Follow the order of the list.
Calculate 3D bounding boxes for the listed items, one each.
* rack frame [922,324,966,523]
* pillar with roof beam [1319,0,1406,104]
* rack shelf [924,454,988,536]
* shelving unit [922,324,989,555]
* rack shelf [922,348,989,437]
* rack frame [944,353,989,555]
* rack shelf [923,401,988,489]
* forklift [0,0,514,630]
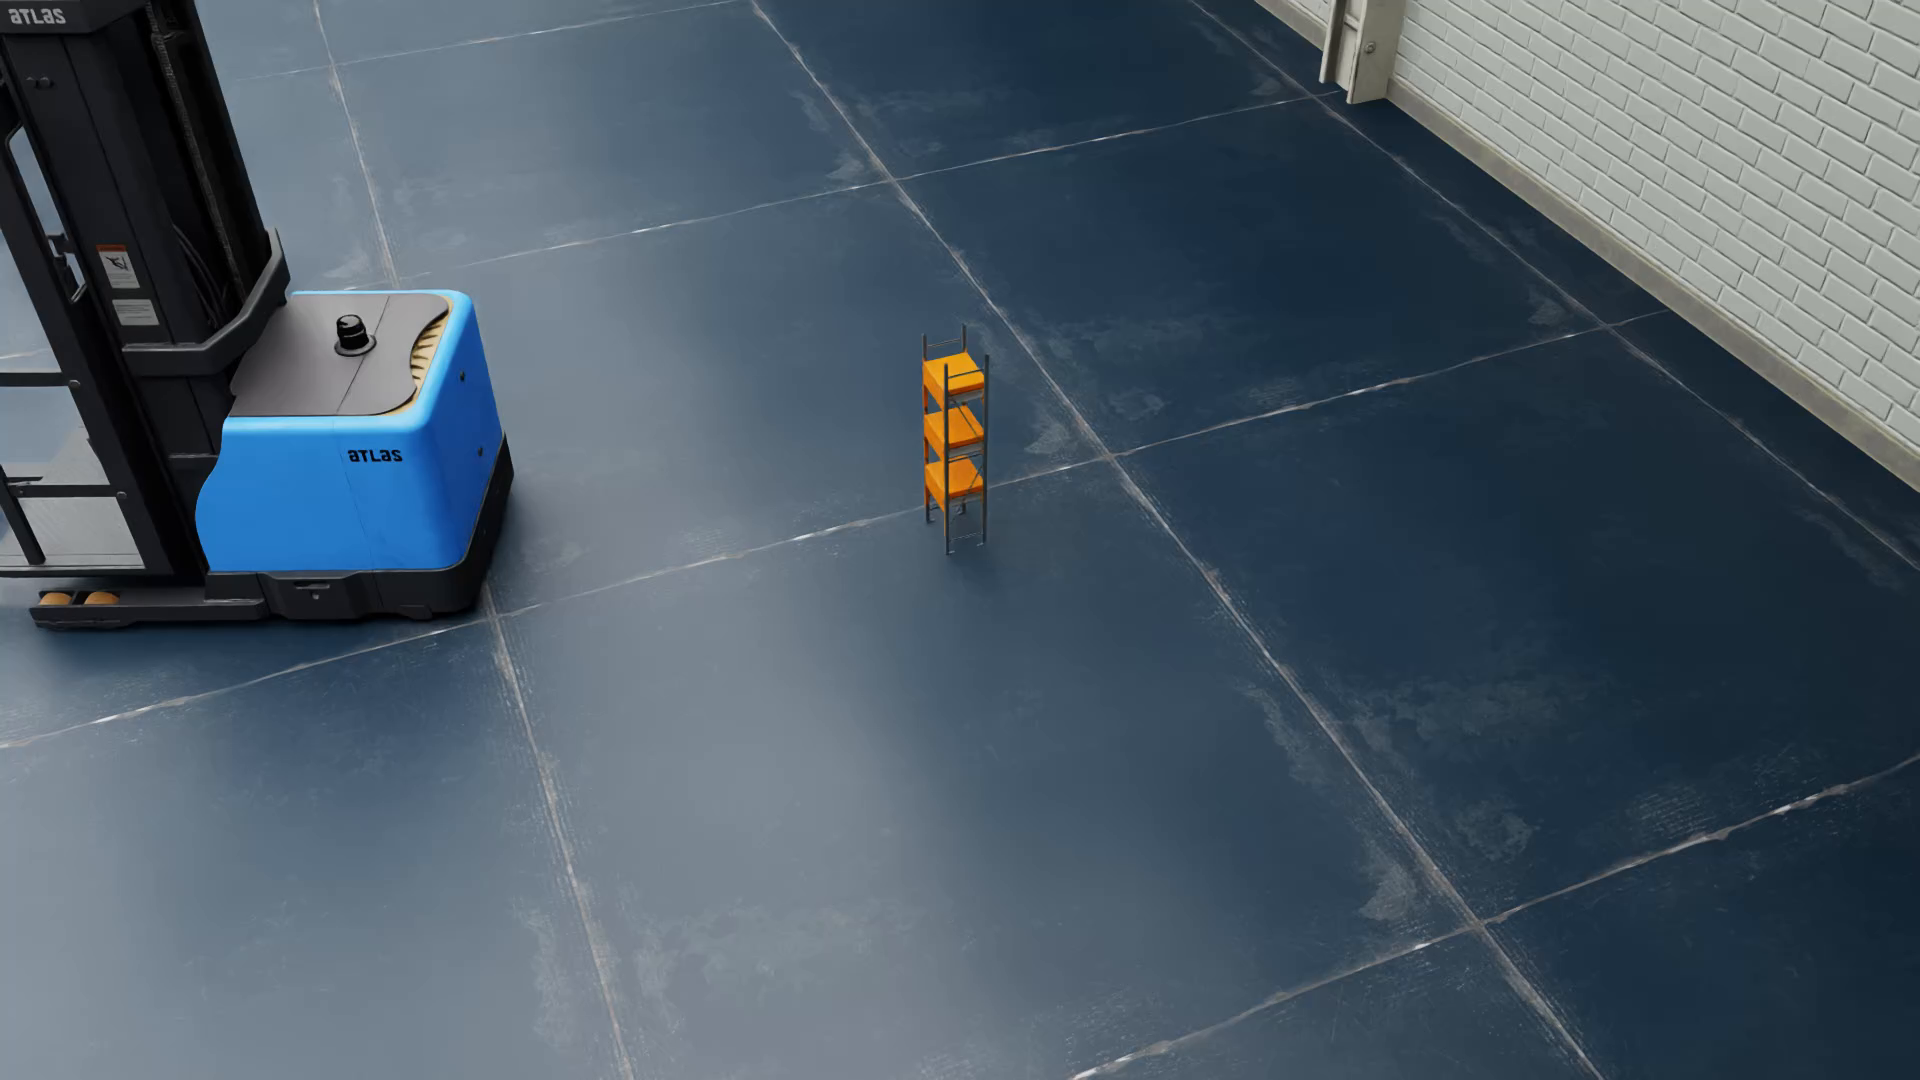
[{"bbox_3d":[-0.067,-0.504,7.449,0.200,1.050,0.008,-15,43,-17],"label":"rack frame"},{"bbox_3d":[-1.323,-5.384,7.028,9.100,9.000,0.400,-15,43,-17],"label":"pillar with roof beam"},{"bbox_3d":[-0.020,-0.212,7.552,0.215,0.259,0.240,-15,43,-17],"label":"rack shelf"},{"bbox_3d":[-0.020,-0.430,7.364,0.215,1.050,0.252,-15,43,-17],"label":"shelving unit"},{"bbox_3d":[-0.020,-0.637,7.186,0.215,0.259,0.240,-15,43,-17],"label":"rack shelf"},{"bbox_3d":[0.026,-0.357,7.278,0.200,1.050,0.008,-15,43,-17],"label":"rack frame"},{"bbox_3d":[-0.020,-0.422,7.371,0.215,0.259,0.240,-15,43,-17],"label":"rack shelf"},{"bbox_3d":[-3.630,-1.071,6.666,3.031,2.935,1.130,-1,41,-1],"label":"forklift"}]
